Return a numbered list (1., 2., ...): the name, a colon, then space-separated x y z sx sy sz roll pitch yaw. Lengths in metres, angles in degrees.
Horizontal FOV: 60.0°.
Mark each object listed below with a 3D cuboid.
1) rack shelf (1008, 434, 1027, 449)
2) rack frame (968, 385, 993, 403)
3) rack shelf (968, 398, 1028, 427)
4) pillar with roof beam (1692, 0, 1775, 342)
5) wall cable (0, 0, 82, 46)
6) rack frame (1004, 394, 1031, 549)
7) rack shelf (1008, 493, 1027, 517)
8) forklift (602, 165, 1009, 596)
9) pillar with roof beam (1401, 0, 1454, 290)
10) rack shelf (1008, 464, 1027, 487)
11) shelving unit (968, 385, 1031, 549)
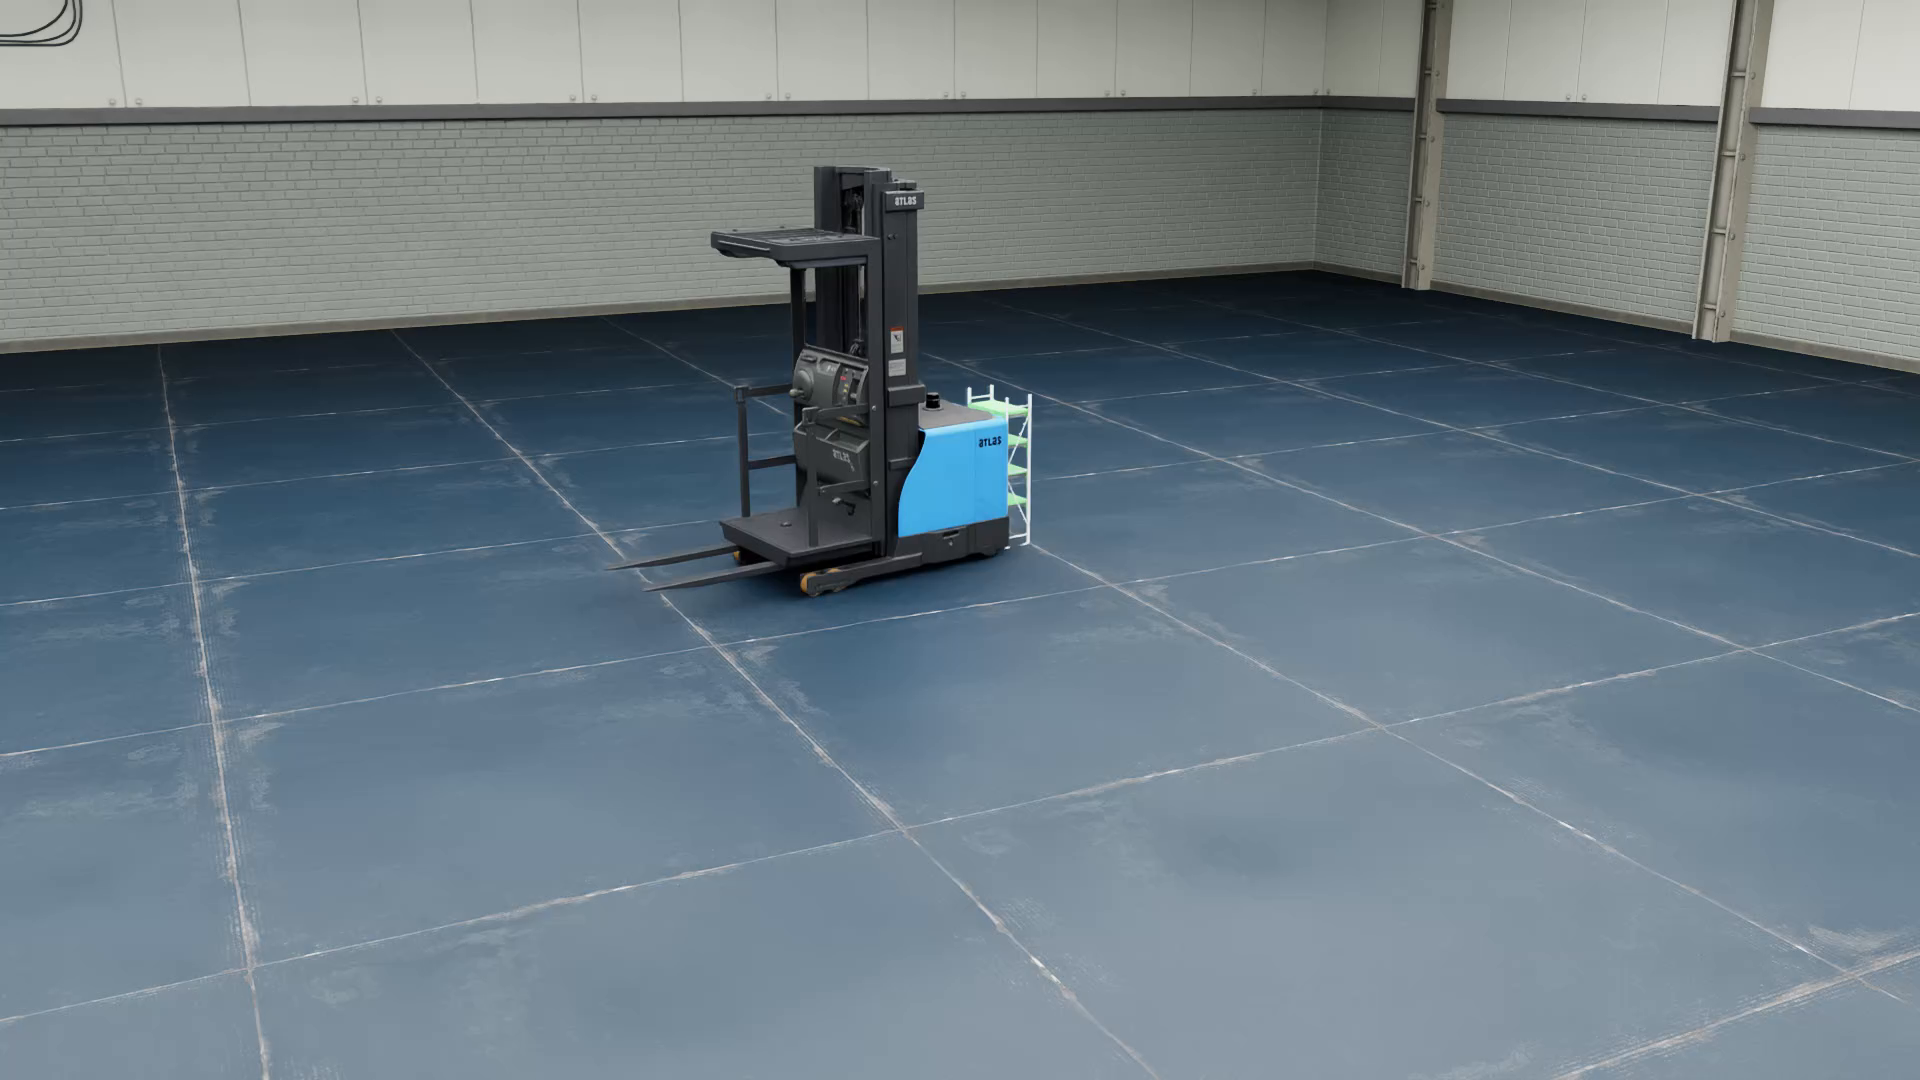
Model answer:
1. rack shelf: 0.304 -0.751 13.055 0.258 0.148 0.480 -11 19 -34
2. rack frame: 0.161 -0.637 13.294 0.240 1.200 0.015 -11 19 -34
3. rack shelf: 0.305 -0.982 12.989 0.258 0.148 0.480 -11 19 -34
4. pillar with roof beam: 6.448 -6.558 19.788 9.100 9.000 0.400 -8 18 -25
5. wall cable: -12.188 -8.427 20.137 2.305 6.003 0.169 -8 18 -25
6. rack frame: 0.448 -0.528 12.914 0.240 1.200 0.015 -11 19 -34
7. rack shelf: 0.304 -0.290 13.187 0.258 0.148 0.480 -11 19 -34
8. forklift: -1.113 -1.172 12.020 3.031 2.935 1.130 -11 20 -34
9. pillar with roof beam: 3.819 -8.045 24.972 9.100 9.000 0.400 -8 18 -25
10. rack shelf: 0.304 -0.521 13.121 0.258 0.148 0.480 -11 19 -34
11. shelving unit: 0.304 -0.582 13.104 0.258 1.200 0.503 -11 19 -34
